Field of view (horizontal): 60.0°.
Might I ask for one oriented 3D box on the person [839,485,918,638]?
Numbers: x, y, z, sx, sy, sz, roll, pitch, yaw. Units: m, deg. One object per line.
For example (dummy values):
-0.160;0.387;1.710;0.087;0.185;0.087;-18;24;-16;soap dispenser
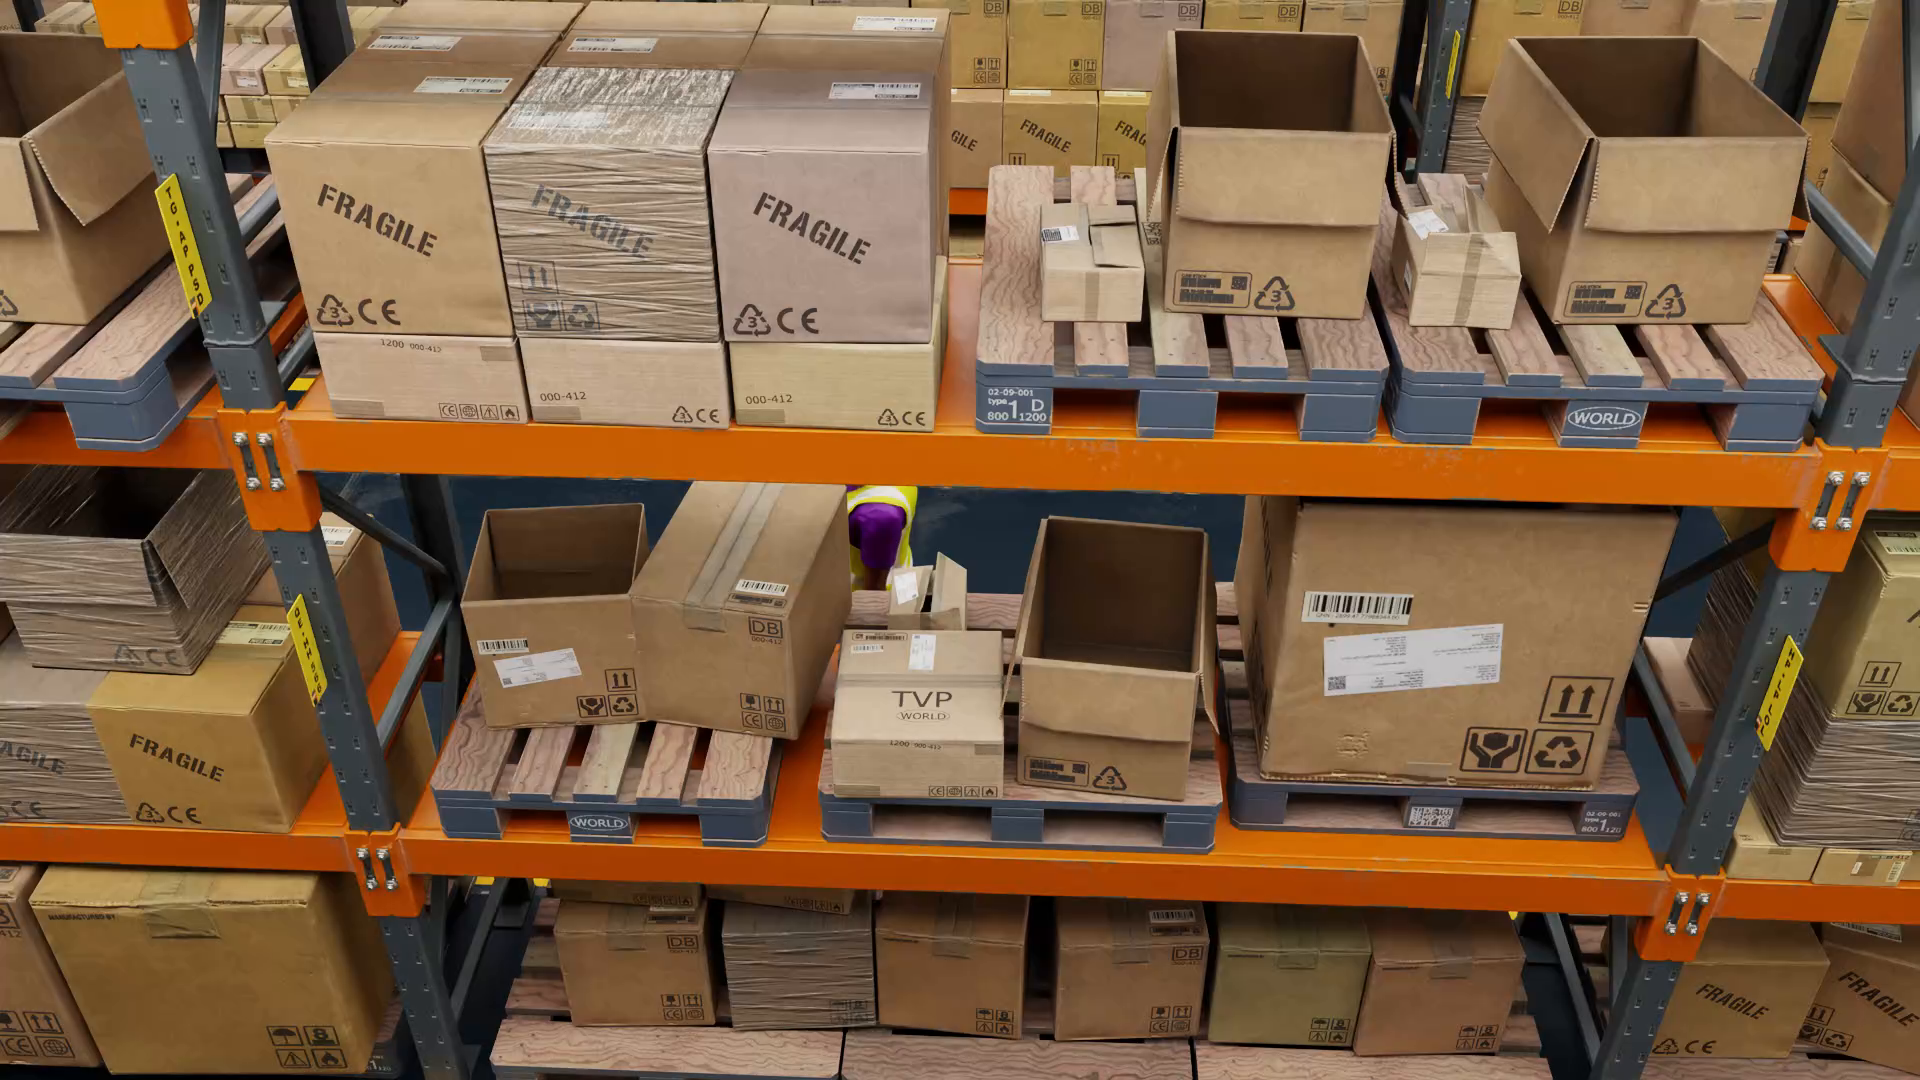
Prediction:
-0.350;0.204;6.816;0.361;1.767;0.565;1;35;1;person
